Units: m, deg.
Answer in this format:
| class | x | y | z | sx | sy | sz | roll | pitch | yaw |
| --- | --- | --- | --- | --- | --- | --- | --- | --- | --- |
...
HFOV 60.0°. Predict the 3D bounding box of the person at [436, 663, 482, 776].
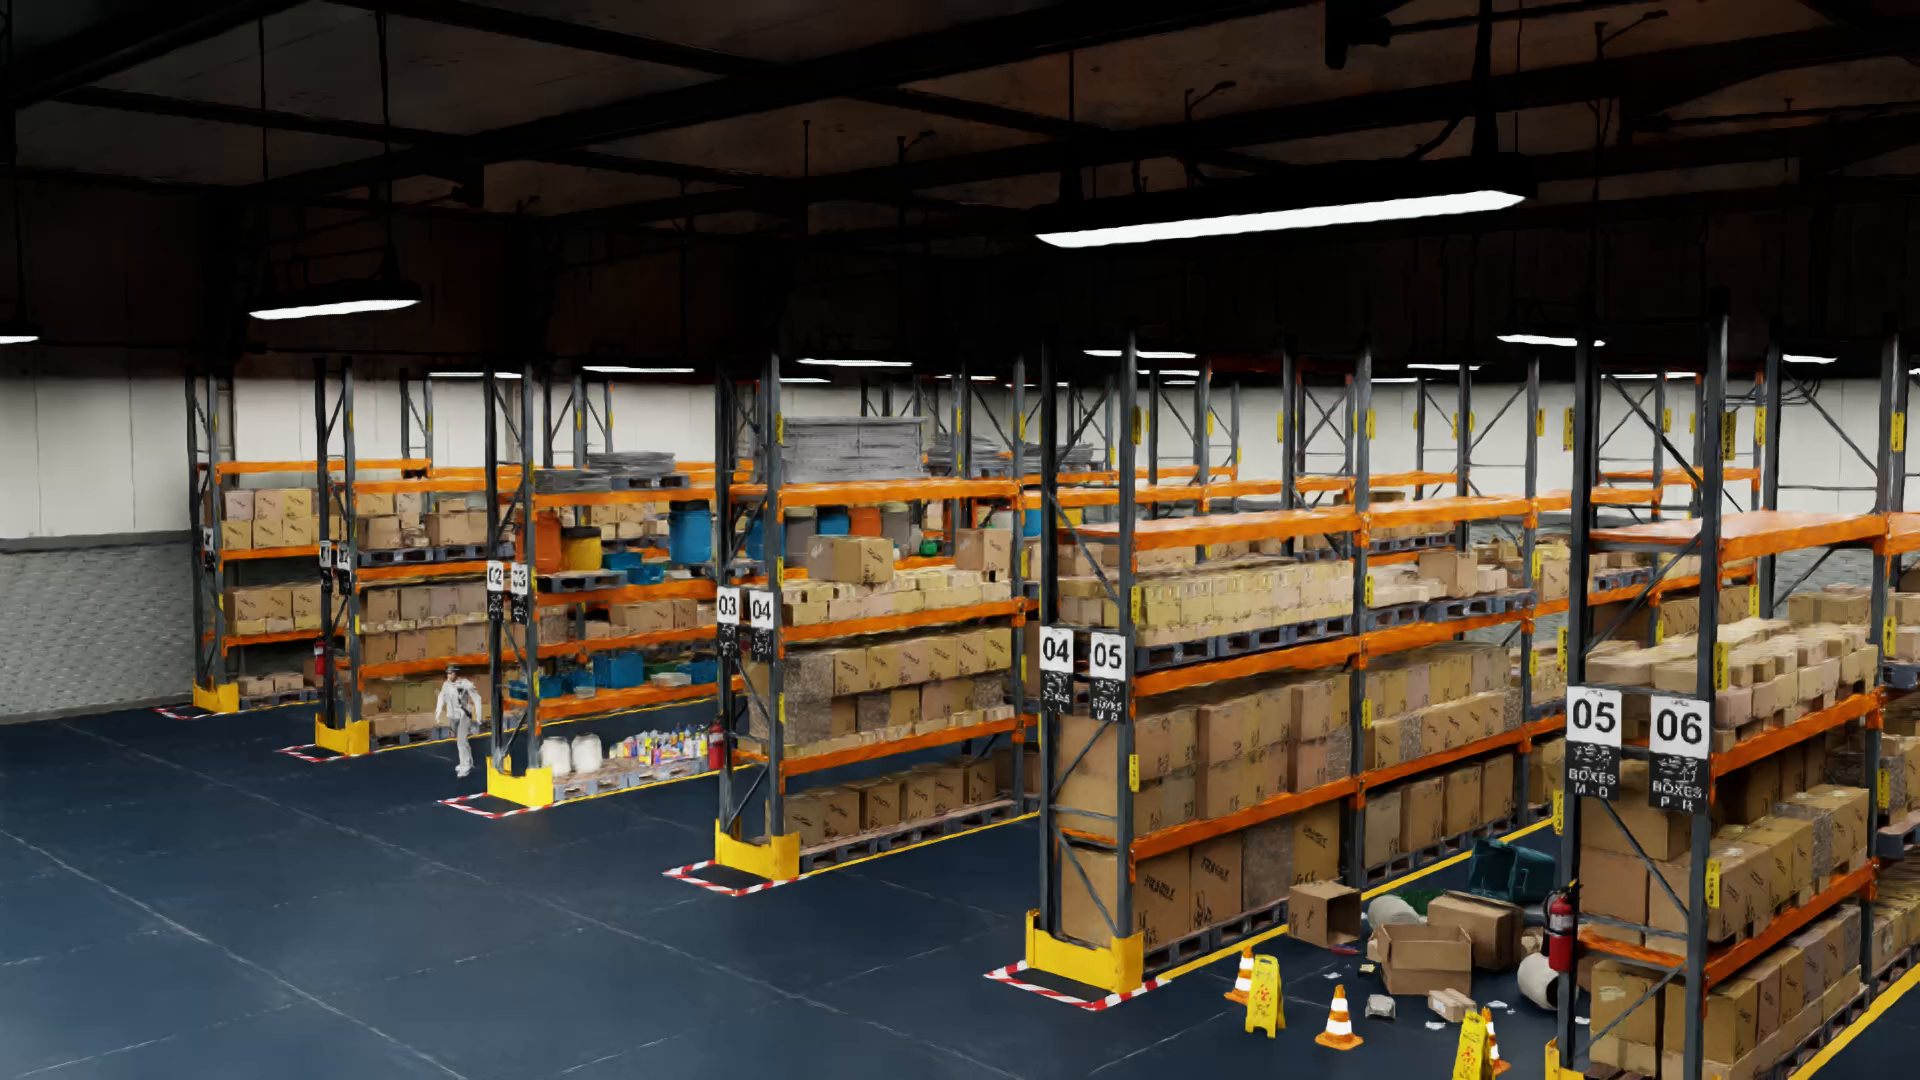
| class | x | y | z | sx | sy | sz | roll | pitch | yaw |
| --- | --- | --- | --- | --- | --- | --- | --- | --- | --- |
| person | -7.142 | 2.533 | 23.777 | 0.632 | 1.620 | 0.755 | 2 | 5 | 23 |
